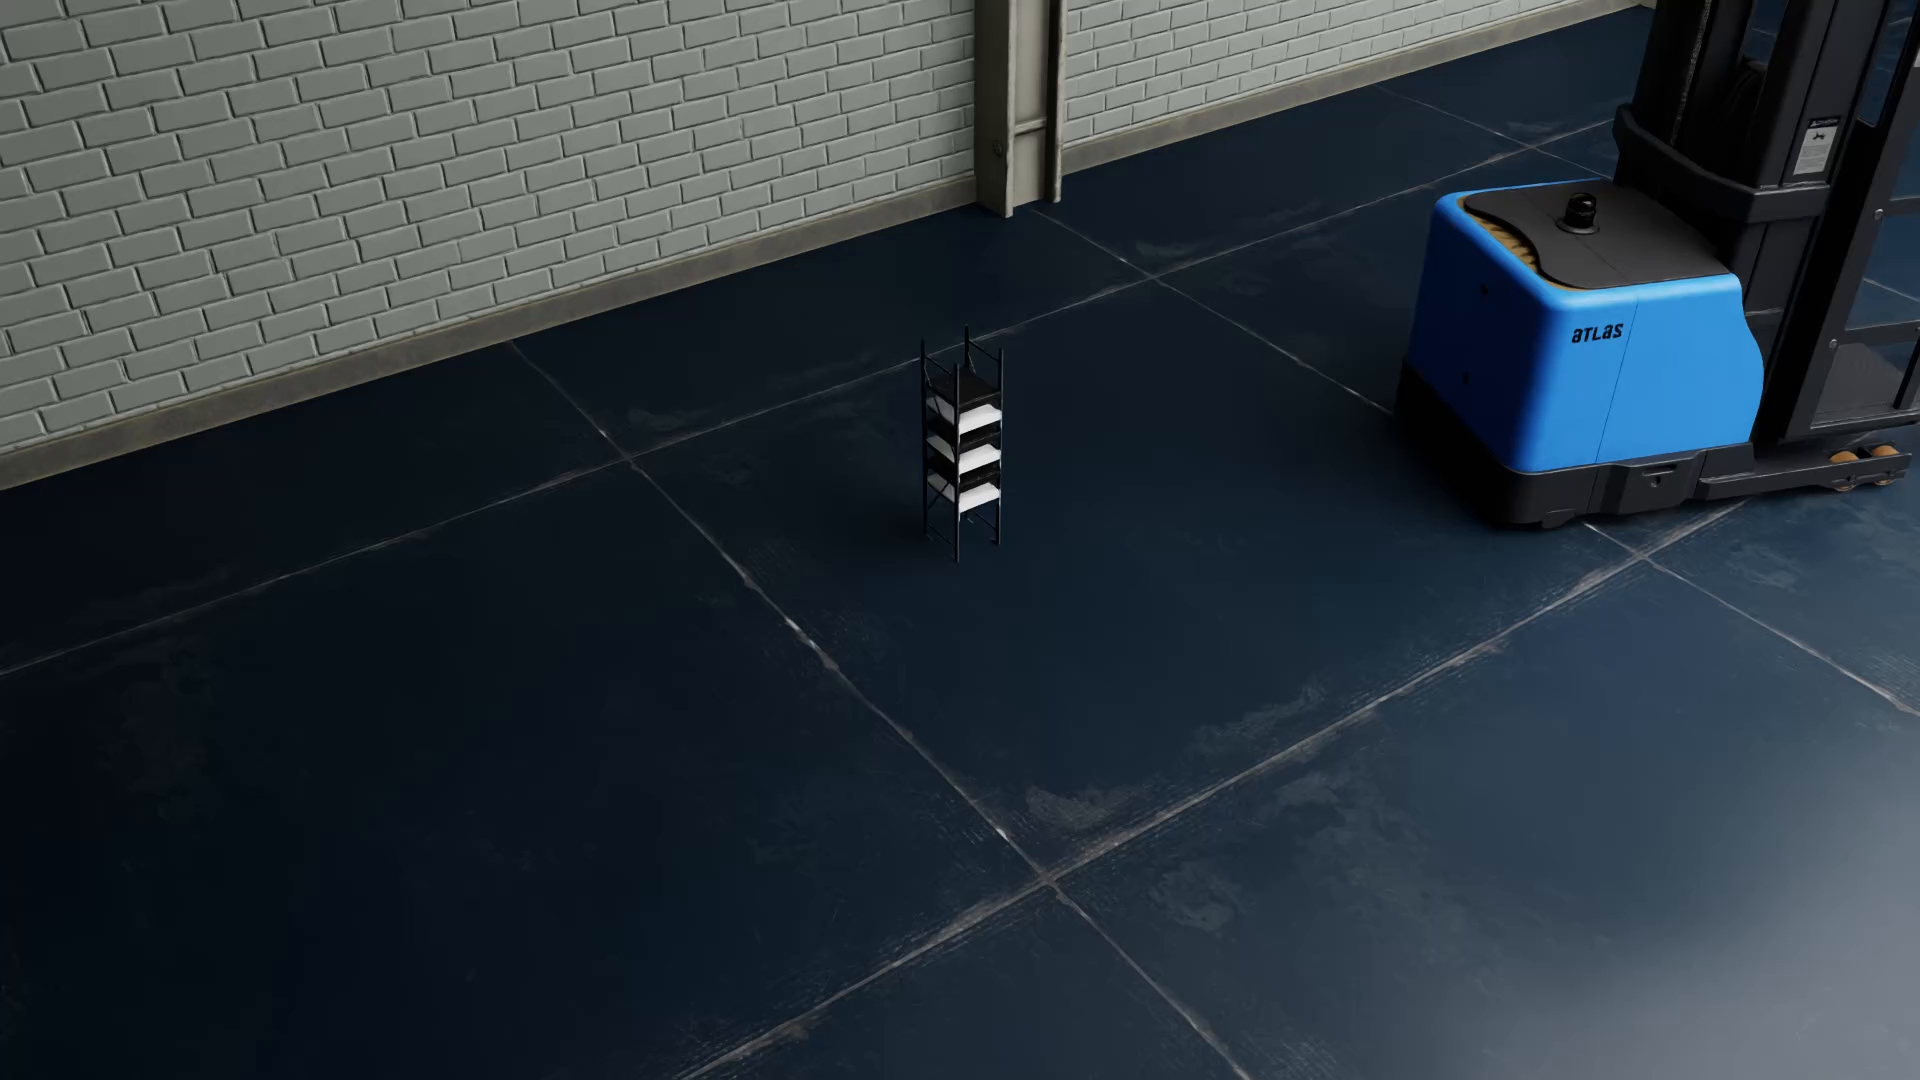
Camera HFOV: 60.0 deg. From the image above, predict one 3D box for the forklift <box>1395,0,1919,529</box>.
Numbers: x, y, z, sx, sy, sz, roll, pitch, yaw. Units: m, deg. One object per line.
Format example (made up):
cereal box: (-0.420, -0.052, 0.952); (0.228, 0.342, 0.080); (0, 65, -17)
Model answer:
forklift: (3.529, -1.689, 6.587); (3.031, 2.935, 1.130); (-8, 37, -11)

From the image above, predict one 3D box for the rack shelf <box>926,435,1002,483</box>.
rack shelf: (0.007, -0.341, 6.510); (0.200, 0.077, 0.258); (-22, 41, -28)

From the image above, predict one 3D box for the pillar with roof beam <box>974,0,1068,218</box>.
pillar with roof beam: (2.805, -3.528, 3.948); (0.400, 9.000, 9.100); (-22, 41, -28)

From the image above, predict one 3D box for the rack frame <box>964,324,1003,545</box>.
rack frame: (0.090, -0.402, 6.539); (0.006, 0.900, 0.240); (-22, 41, -28)

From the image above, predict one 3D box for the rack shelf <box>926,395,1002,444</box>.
rack shelf: (0.007, -0.487, 6.405); (0.200, 0.077, 0.258); (-22, 41, -28)

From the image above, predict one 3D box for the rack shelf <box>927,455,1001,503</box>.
rack shelf: (0.007, -0.268, 6.563); (0.200, 0.077, 0.258); (-22, 41, -28)

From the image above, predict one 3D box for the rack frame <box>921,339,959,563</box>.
rack frame: (-0.076, -0.334, 6.443); (0.006, 0.900, 0.240); (-22, 41, -28)

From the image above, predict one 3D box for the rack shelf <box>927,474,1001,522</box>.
rack shelf: (0.007, -0.195, 6.616); (0.200, 0.077, 0.258); (-22, 41, -28)

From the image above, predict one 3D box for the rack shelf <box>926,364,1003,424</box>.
rack shelf: (0.007, -0.560, 6.353); (0.200, 0.077, 0.258); (-22, 41, -28)

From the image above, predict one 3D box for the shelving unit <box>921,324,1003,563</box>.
shelving unit: (0.007, -0.368, 6.491); (0.210, 0.900, 0.258); (-22, 41, -28)

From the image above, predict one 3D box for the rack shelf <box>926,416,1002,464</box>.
rack shelf: (0.007, -0.414, 6.458); (0.200, 0.077, 0.258); (-22, 41, -28)
